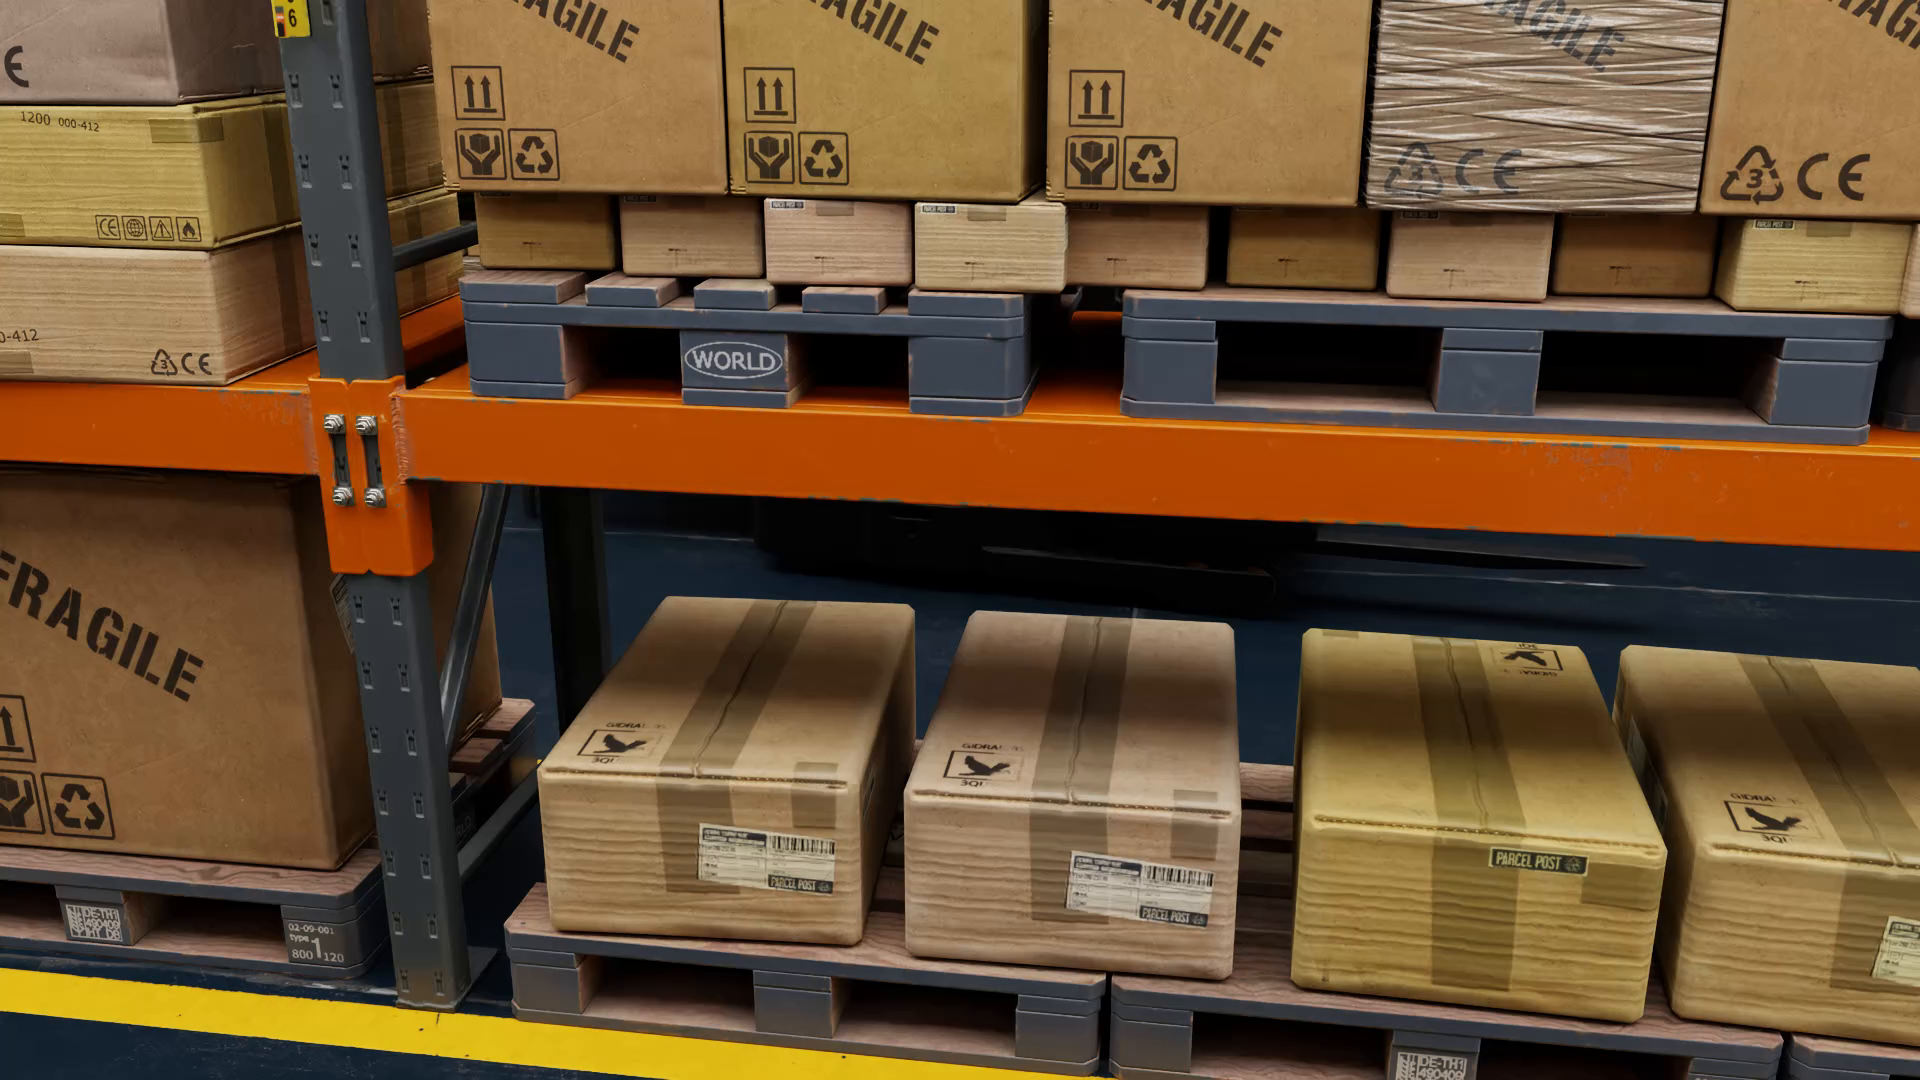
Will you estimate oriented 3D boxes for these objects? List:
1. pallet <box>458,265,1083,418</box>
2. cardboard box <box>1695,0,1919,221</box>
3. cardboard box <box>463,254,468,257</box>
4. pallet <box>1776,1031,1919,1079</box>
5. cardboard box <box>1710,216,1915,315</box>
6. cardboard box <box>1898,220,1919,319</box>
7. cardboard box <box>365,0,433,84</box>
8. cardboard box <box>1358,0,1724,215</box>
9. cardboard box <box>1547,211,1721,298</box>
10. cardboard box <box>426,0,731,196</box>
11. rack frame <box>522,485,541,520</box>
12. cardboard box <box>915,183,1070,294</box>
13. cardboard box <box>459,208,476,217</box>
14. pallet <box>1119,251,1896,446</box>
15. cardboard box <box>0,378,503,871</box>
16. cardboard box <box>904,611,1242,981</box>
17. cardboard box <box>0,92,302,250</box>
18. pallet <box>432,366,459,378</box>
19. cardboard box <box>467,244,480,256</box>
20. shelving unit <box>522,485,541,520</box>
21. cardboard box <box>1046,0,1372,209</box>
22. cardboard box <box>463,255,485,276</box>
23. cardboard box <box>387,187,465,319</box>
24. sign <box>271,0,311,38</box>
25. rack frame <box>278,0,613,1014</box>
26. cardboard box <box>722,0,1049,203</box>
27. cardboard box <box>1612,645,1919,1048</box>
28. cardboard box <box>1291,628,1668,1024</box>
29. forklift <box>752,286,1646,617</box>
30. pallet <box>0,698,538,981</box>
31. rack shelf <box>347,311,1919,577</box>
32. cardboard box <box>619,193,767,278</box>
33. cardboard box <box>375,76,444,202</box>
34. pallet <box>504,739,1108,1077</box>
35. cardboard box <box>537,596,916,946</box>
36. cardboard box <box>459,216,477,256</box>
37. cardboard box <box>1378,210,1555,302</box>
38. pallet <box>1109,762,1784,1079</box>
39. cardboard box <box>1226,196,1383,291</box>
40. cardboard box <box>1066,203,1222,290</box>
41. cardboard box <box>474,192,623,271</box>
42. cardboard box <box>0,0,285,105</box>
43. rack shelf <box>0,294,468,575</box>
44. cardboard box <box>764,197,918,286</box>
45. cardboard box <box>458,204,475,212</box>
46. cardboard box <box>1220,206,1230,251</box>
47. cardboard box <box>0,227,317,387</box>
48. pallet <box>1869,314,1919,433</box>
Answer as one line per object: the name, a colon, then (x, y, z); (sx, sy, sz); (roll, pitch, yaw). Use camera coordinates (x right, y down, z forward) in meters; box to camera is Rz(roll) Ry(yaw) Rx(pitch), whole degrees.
pallet: (-0.298, -0.518, 3.428); (1.003, 0.211, 1.213); (3, 19, 9)
cardboard box: (1.440, -0.802, 2.685); (0.500, 0.500, 0.500); (4, 19, 11)
cardboard box: (-2.723, -1.237, 8.551); (0.500, 0.500, 0.500); (2, 19, 7)
pallet: (2.162, 0.873, 3.361); (1.213, 0.211, 1.003); (3, 19, 9)
cardboard box: (1.374, -0.486, 2.762); (0.250, 0.149, 0.380); (3, 19, 9)
cardboard box: (1.609, -0.462, 2.691); (0.250, 0.149, 0.380); (3, 19, 9)
cardboard box: (-1.466, -1.235, 3.533); (0.500, 0.500, 0.500); (2, 19, 7)
cardboard box: (0.923, -0.828, 2.763); (0.500, 0.500, 0.500); (2, 19, 7)
cardboard box: (1.131, -0.531, 2.898); (0.250, 0.149, 0.380); (2, 19, 7)
cardboard box: (-0.611, -0.904, 2.991); (0.500, 0.500, 0.500); (2, 19, 7)
rack frame: (-1.633, -0.689, 6.589); (0.032, 1.125, 0.500); (5, 19, 14)
cardboard box: (0.078, -0.544, 2.936); (0.250, 0.149, 0.380); (3, 19, 9)
cardboard box: (-2.490, -1.710, 8.941); (0.250, 0.149, 0.380); (3, 19, 9)
pallet: (0.943, -0.434, 3.176); (1.213, 0.211, 1.003); (3, 19, 9)
cardboard box: (-1.687, 0.136, 3.857); (0.875, 0.875, 0.875); (3, 19, 8)
cardboard box: (0.268, 0.501, 3.557); (0.625, 0.372, 0.950); (3, 19, 8)
cardboard box: (-1.537, -0.723, 3.184); (0.500, 0.250, 0.500); (3, 19, 8)
pallet: (-2.167, -0.956, 8.829); (1.213, 0.211, 1.003); (3, 19, 9)
cardboard box: (-2.302, -1.538, 8.427); (0.250, 0.149, 0.380); (3, 19, 9)
shelving unit: (-1.142, -0.647, 6.464); (1.048, 1.125, 0.538); (5, 19, 14)
cardboard box: (0.430, -0.856, 2.845); (0.500, 0.500, 0.500); (3, 19, 10)
cardboard box: (-2.212, -1.209, 8.467); (0.500, 0.500, 0.500); (2, 19, 7)
cardboard box: (-1.461, -0.644, 3.738); (0.500, 0.250, 0.500); (3, 19, 8)
sign: (-1.103, -0.987, 2.701); (0.005, 0.325, 0.100); (3, 19, 9)
rack frame: (-1.018, -0.612, 3.405); (0.127, 3.000, 1.000); (3, 19, 9)
cardboard box: (-0.095, -0.880, 2.919); (0.500, 0.500, 0.500); (4, 19, 11)
cardboard box: (1.703, 0.576, 3.335); (0.625, 0.372, 0.950); (4, 19, 12)
cardboard box: (1.016, 0.541, 3.438); (0.625, 0.372, 0.950); (4, 19, 10)
forklift: (0.828, -1.319, 5.627); (3.031, 2.935, 1.130); (5, 19, 14)
pallet: (-1.785, 0.647, 4.036); (1.213, 0.211, 1.003); (3, 19, 9)
rack shelf: (0.957, -0.170, 3.218); (4.000, 0.370, 1.077); (3, 19, 9)
cardboard box: (-0.453, -0.593, 3.081); (0.250, 0.149, 0.380); (2, 19, 5)
cardboard box: (-1.479, -0.881, 3.657); (0.500, 0.250, 0.500); (3, 19, 8)
pallet: (-0.247, 0.750, 3.728); (1.213, 0.211, 1.003); (3, 19, 9)
cardboard box: (-0.462, 0.467, 3.661); (0.625, 0.372, 0.950); (2, 19, 5)
cardboard box: (-2.573, -1.542, 8.441); (0.250, 0.149, 0.380); (4, 19, 11)
cardboard box: (0.861, -0.521, 2.866); (0.250, 0.149, 0.380); (4, 19, 10)
pallet: (0.954, 0.812, 3.542); (1.213, 0.211, 1.003); (3, 19, 9)
cardboard box: (0.614, -0.554, 2.967); (0.250, 0.149, 0.380); (4, 19, 11)
cardboard box: (0.329, -0.556, 2.973); (0.250, 0.149, 0.380); (4, 19, 12)
cardboard box: (-0.727, -0.617, 3.155); (0.250, 0.149, 0.380); (2, 19, 5)
cardboard box: (-1.570, -1.078, 3.063); (0.500, 0.500, 0.500); (2, 19, 7)
rack shelf: (-2.993, -0.371, 3.820); (4.000, 0.370, 1.077); (3, 19, 9)
cardboard box: (-0.190, -0.564, 2.997); (0.250, 0.149, 0.380); (2, 19, 5)
cardboard box: (-2.752, -1.705, 8.927); (0.250, 0.149, 0.380); (3, 19, 10)
cardboard box: (0.624, -0.683, 3.351); (0.250, 0.149, 0.380); (3, 19, 9)
cardboard box: (-1.559, -0.485, 3.261); (0.500, 0.250, 0.500); (2, 19, 7)
pallet: (2.200, -0.404, 3.085); (1.213, 0.211, 1.003); (3, 19, 9)
